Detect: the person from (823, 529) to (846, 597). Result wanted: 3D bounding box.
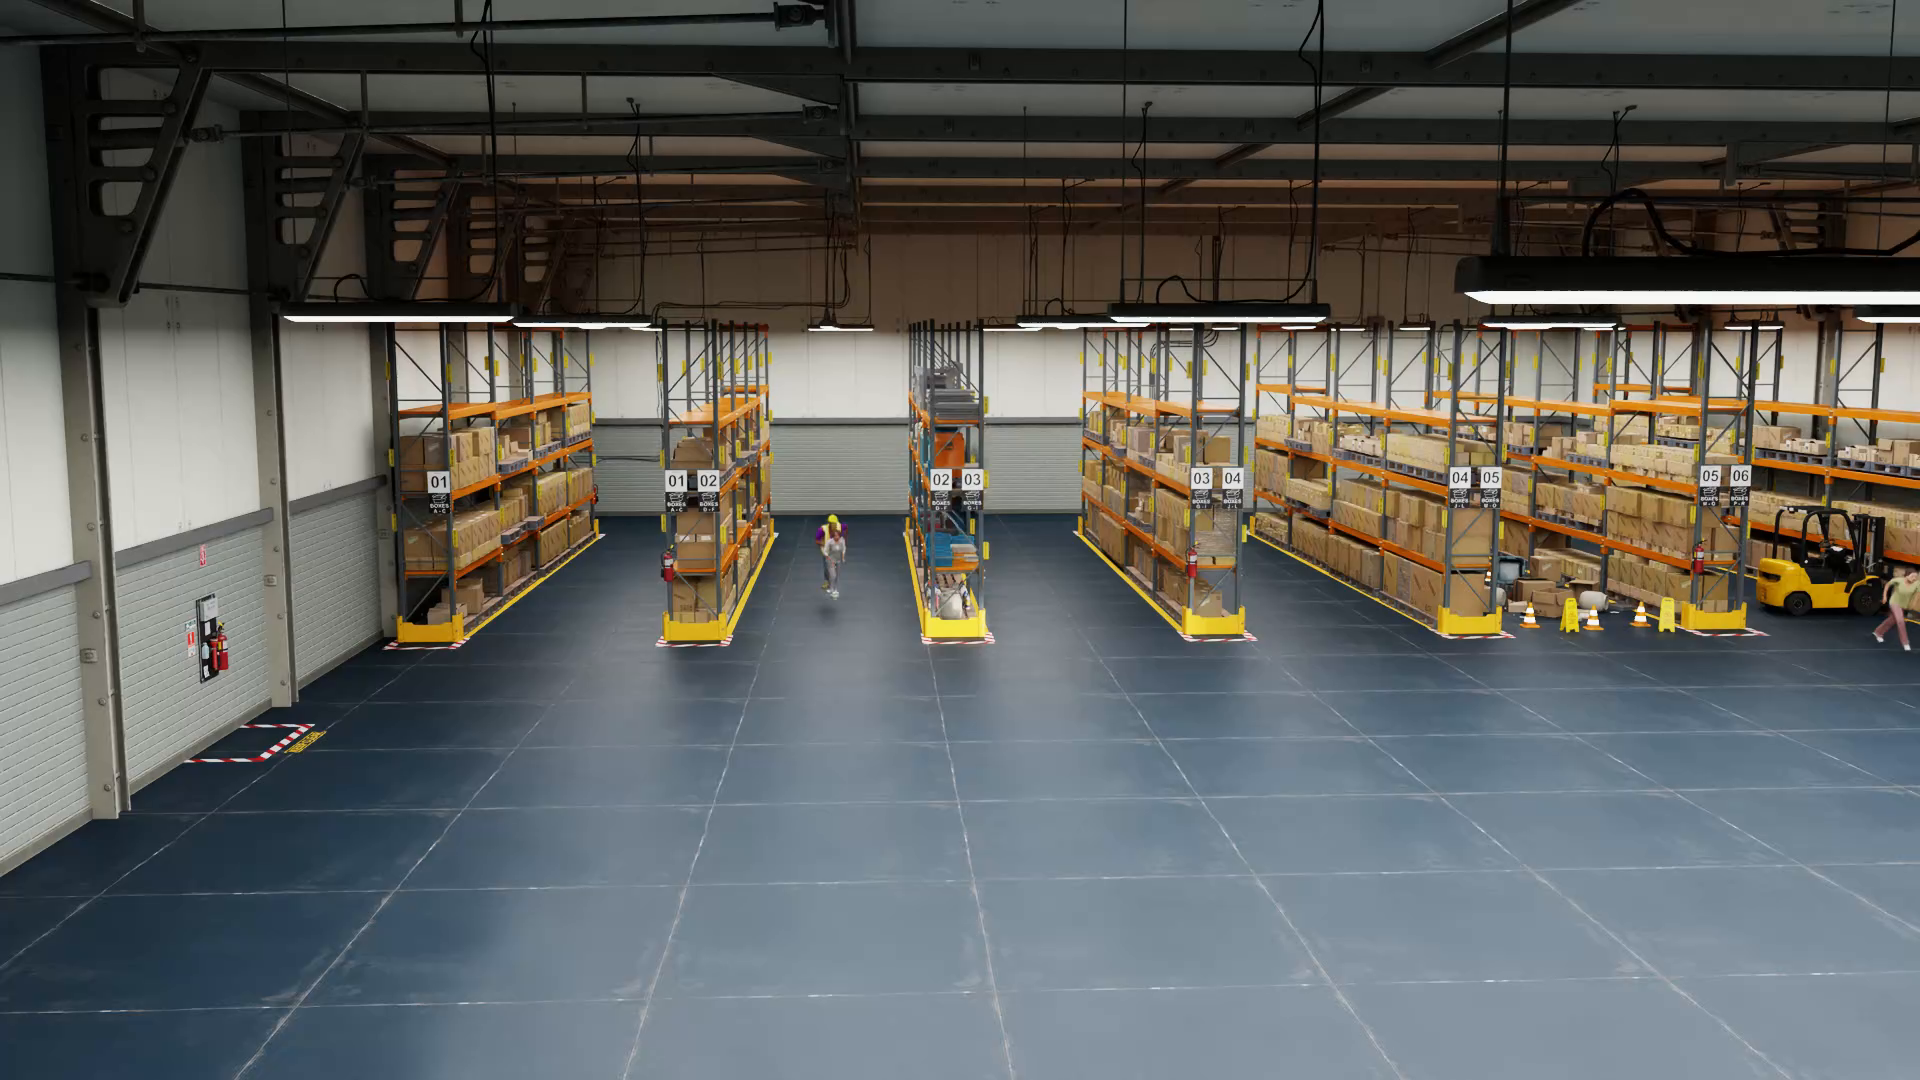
[{"bbox_3d":[-2.620,0.520,34.485,0.543,1.379,0.798,-5,9,-34],"label":"person"}]

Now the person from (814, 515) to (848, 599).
[{"bbox_3d":[-2.727,0.319,35.130,0.738,1.782,0.984,-2,7,-13],"label":"person"}]

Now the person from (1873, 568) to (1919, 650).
[{"bbox_3d":[17.154,1.255,30.426,0.572,1.384,1.067,0,7,2],"label":"person"}]

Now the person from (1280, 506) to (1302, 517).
[{"bbox_3d":[9.779,-1.188,49.216,0.838,1.706,0.598,-3,7,-20],"label":"person"}]
